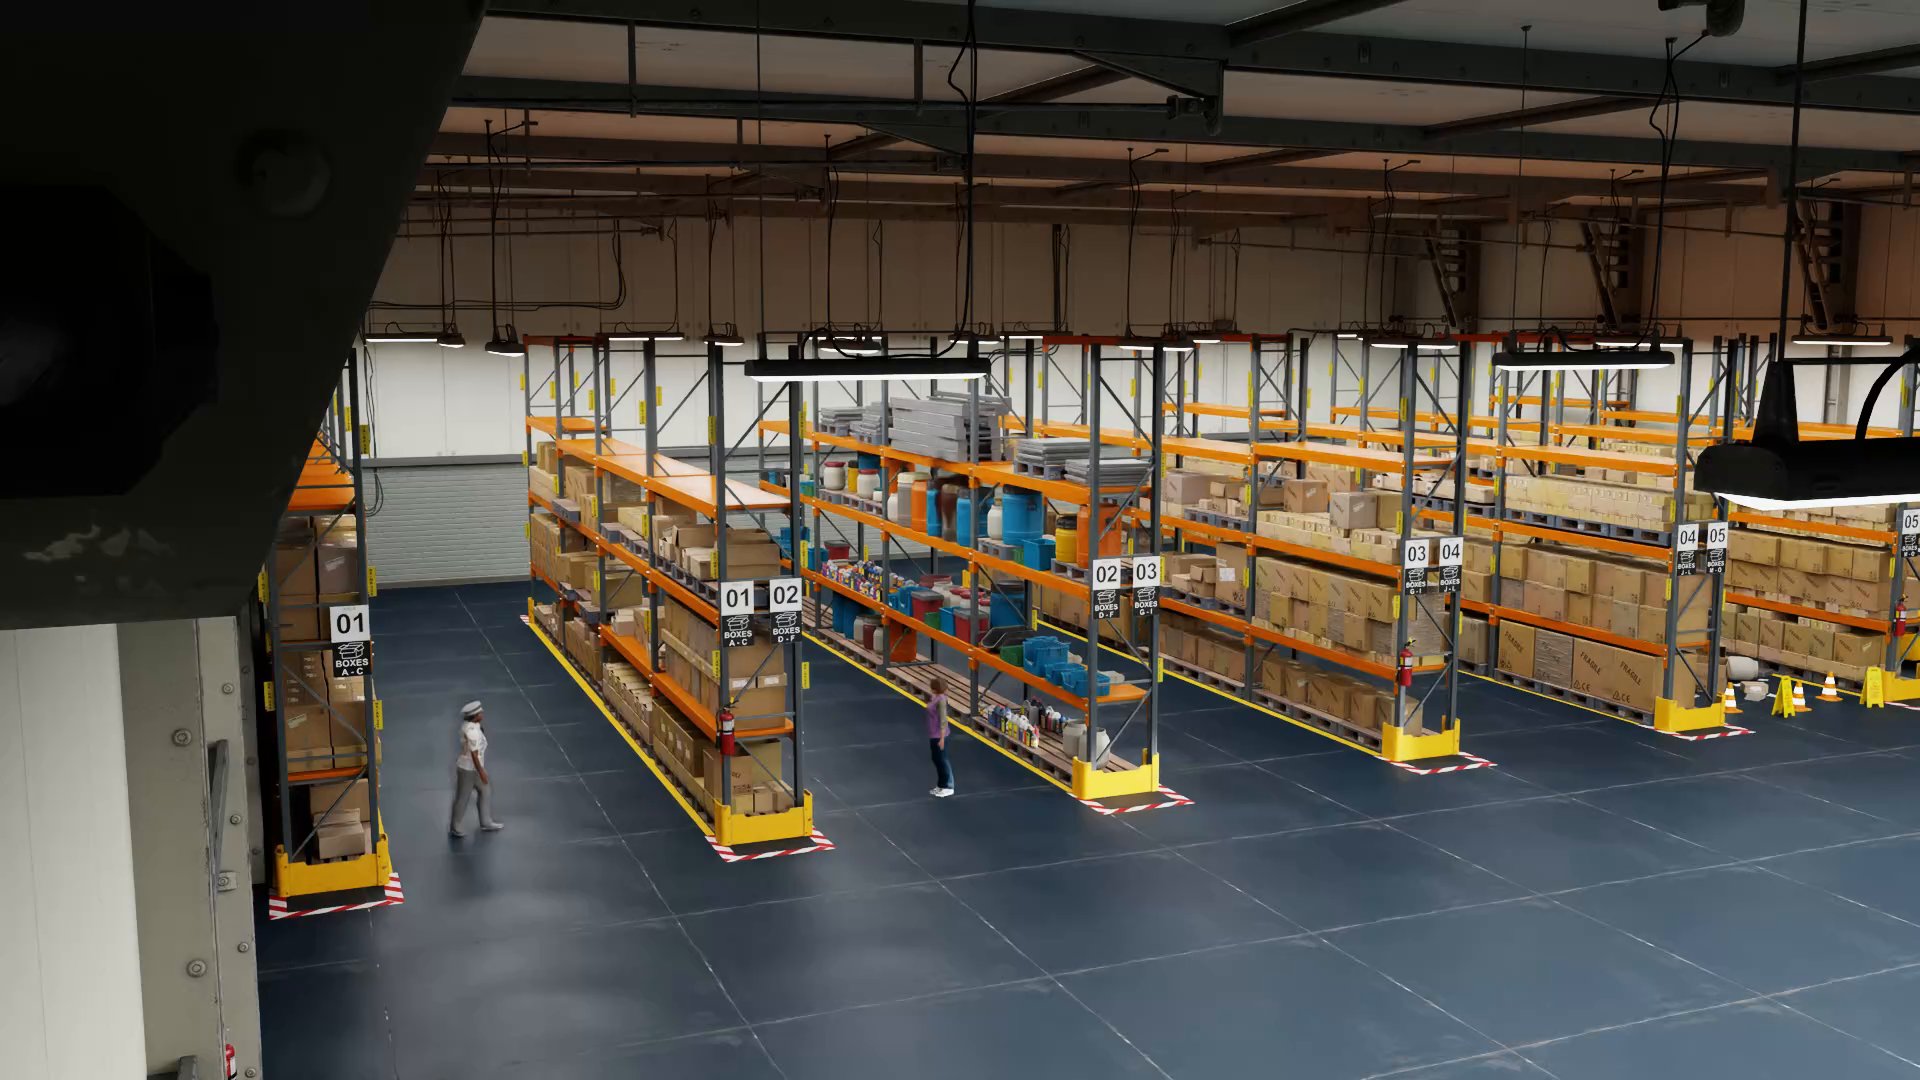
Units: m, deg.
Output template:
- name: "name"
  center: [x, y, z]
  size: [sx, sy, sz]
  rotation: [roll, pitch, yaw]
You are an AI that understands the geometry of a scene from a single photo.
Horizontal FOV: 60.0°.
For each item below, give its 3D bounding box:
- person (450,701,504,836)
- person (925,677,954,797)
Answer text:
- name: "person"
  center: [-5.998, 2.800, 20.450]
  size: [0.617, 1.668, 0.501]
  rotation: [0, 8, 0]
- name: "person"
  center: [-0.270, 2.620, 22.100]
  size: [0.368, 1.632, 0.537]
  rotation: [-3, 8, -19]
